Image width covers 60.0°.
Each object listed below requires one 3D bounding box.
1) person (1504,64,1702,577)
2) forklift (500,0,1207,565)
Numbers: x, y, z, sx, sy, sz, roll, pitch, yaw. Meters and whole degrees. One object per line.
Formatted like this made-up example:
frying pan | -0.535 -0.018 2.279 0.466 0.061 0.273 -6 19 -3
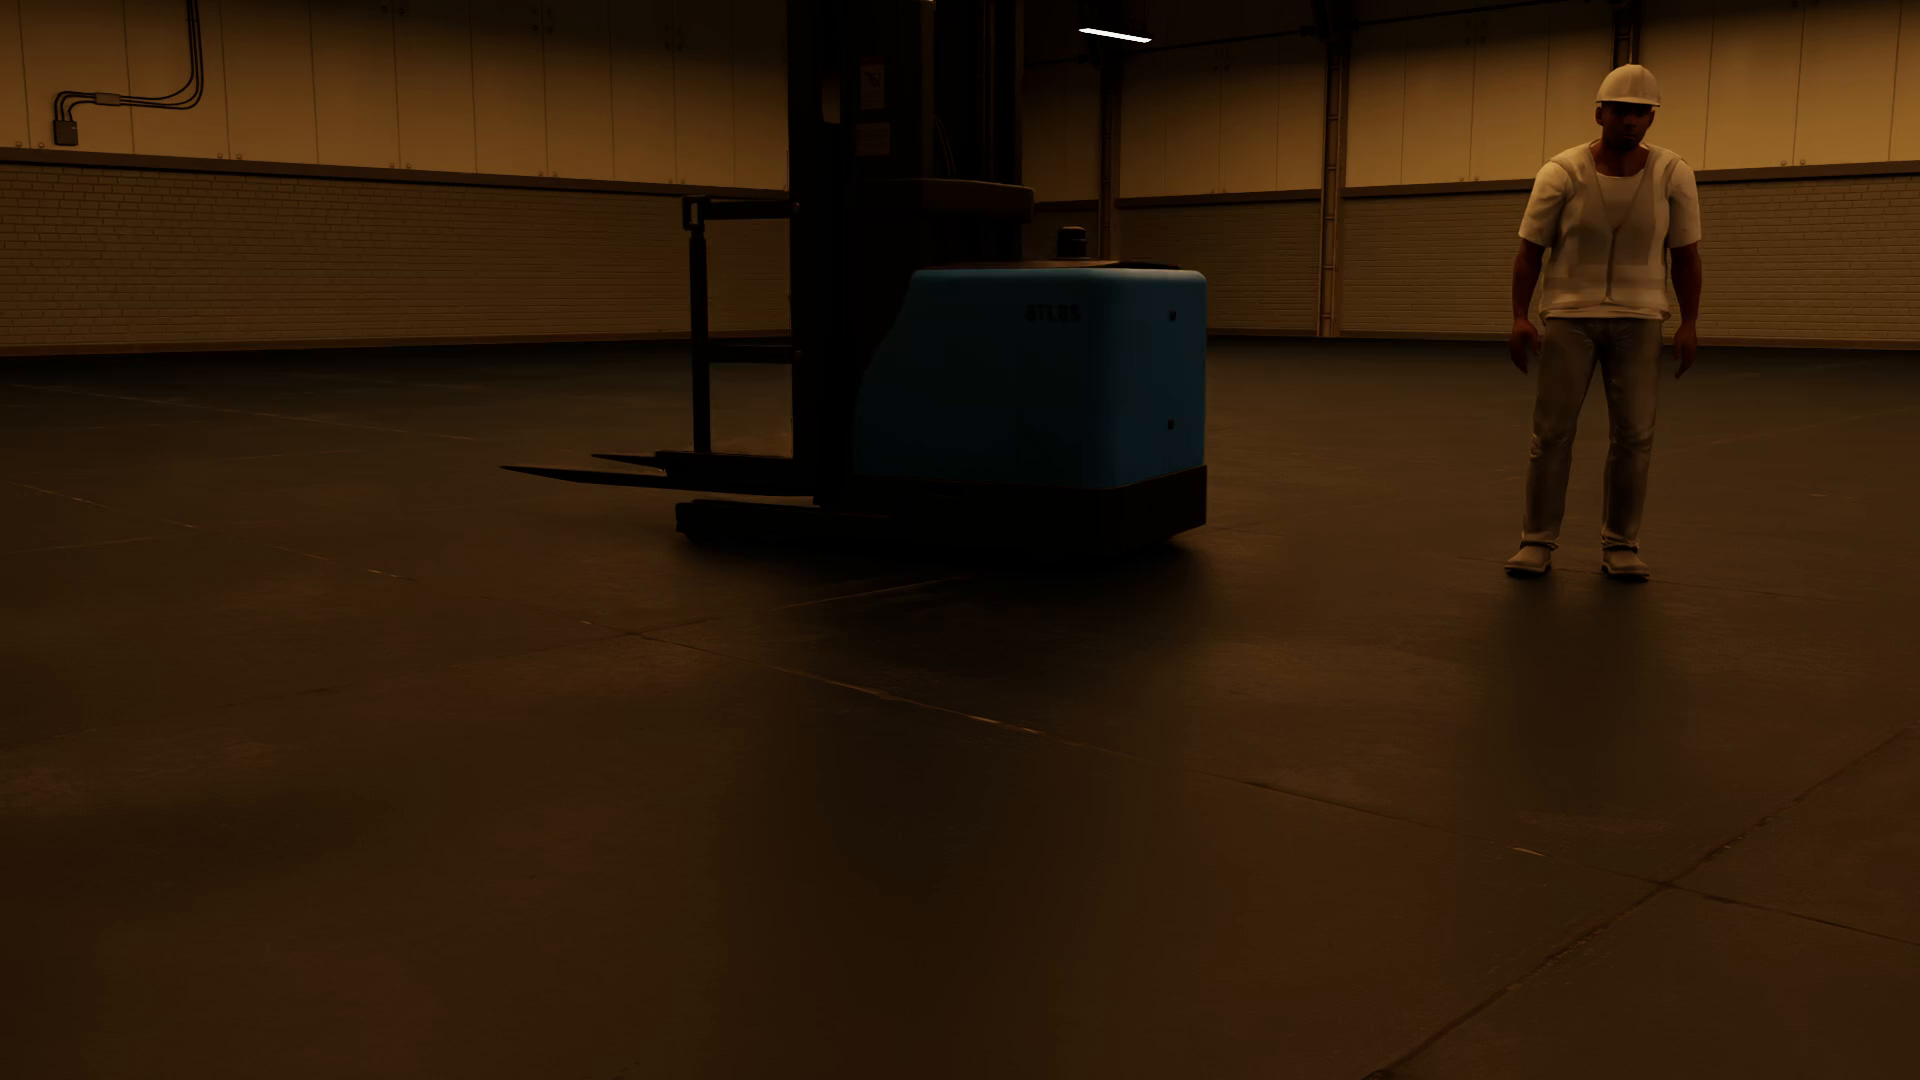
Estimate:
person | 2.252 -0.752 5.815 0.629 1.759 0.460 2 9 14
forklift | -0.559 -1.491 6.778 3.031 2.935 1.130 5 10 28
